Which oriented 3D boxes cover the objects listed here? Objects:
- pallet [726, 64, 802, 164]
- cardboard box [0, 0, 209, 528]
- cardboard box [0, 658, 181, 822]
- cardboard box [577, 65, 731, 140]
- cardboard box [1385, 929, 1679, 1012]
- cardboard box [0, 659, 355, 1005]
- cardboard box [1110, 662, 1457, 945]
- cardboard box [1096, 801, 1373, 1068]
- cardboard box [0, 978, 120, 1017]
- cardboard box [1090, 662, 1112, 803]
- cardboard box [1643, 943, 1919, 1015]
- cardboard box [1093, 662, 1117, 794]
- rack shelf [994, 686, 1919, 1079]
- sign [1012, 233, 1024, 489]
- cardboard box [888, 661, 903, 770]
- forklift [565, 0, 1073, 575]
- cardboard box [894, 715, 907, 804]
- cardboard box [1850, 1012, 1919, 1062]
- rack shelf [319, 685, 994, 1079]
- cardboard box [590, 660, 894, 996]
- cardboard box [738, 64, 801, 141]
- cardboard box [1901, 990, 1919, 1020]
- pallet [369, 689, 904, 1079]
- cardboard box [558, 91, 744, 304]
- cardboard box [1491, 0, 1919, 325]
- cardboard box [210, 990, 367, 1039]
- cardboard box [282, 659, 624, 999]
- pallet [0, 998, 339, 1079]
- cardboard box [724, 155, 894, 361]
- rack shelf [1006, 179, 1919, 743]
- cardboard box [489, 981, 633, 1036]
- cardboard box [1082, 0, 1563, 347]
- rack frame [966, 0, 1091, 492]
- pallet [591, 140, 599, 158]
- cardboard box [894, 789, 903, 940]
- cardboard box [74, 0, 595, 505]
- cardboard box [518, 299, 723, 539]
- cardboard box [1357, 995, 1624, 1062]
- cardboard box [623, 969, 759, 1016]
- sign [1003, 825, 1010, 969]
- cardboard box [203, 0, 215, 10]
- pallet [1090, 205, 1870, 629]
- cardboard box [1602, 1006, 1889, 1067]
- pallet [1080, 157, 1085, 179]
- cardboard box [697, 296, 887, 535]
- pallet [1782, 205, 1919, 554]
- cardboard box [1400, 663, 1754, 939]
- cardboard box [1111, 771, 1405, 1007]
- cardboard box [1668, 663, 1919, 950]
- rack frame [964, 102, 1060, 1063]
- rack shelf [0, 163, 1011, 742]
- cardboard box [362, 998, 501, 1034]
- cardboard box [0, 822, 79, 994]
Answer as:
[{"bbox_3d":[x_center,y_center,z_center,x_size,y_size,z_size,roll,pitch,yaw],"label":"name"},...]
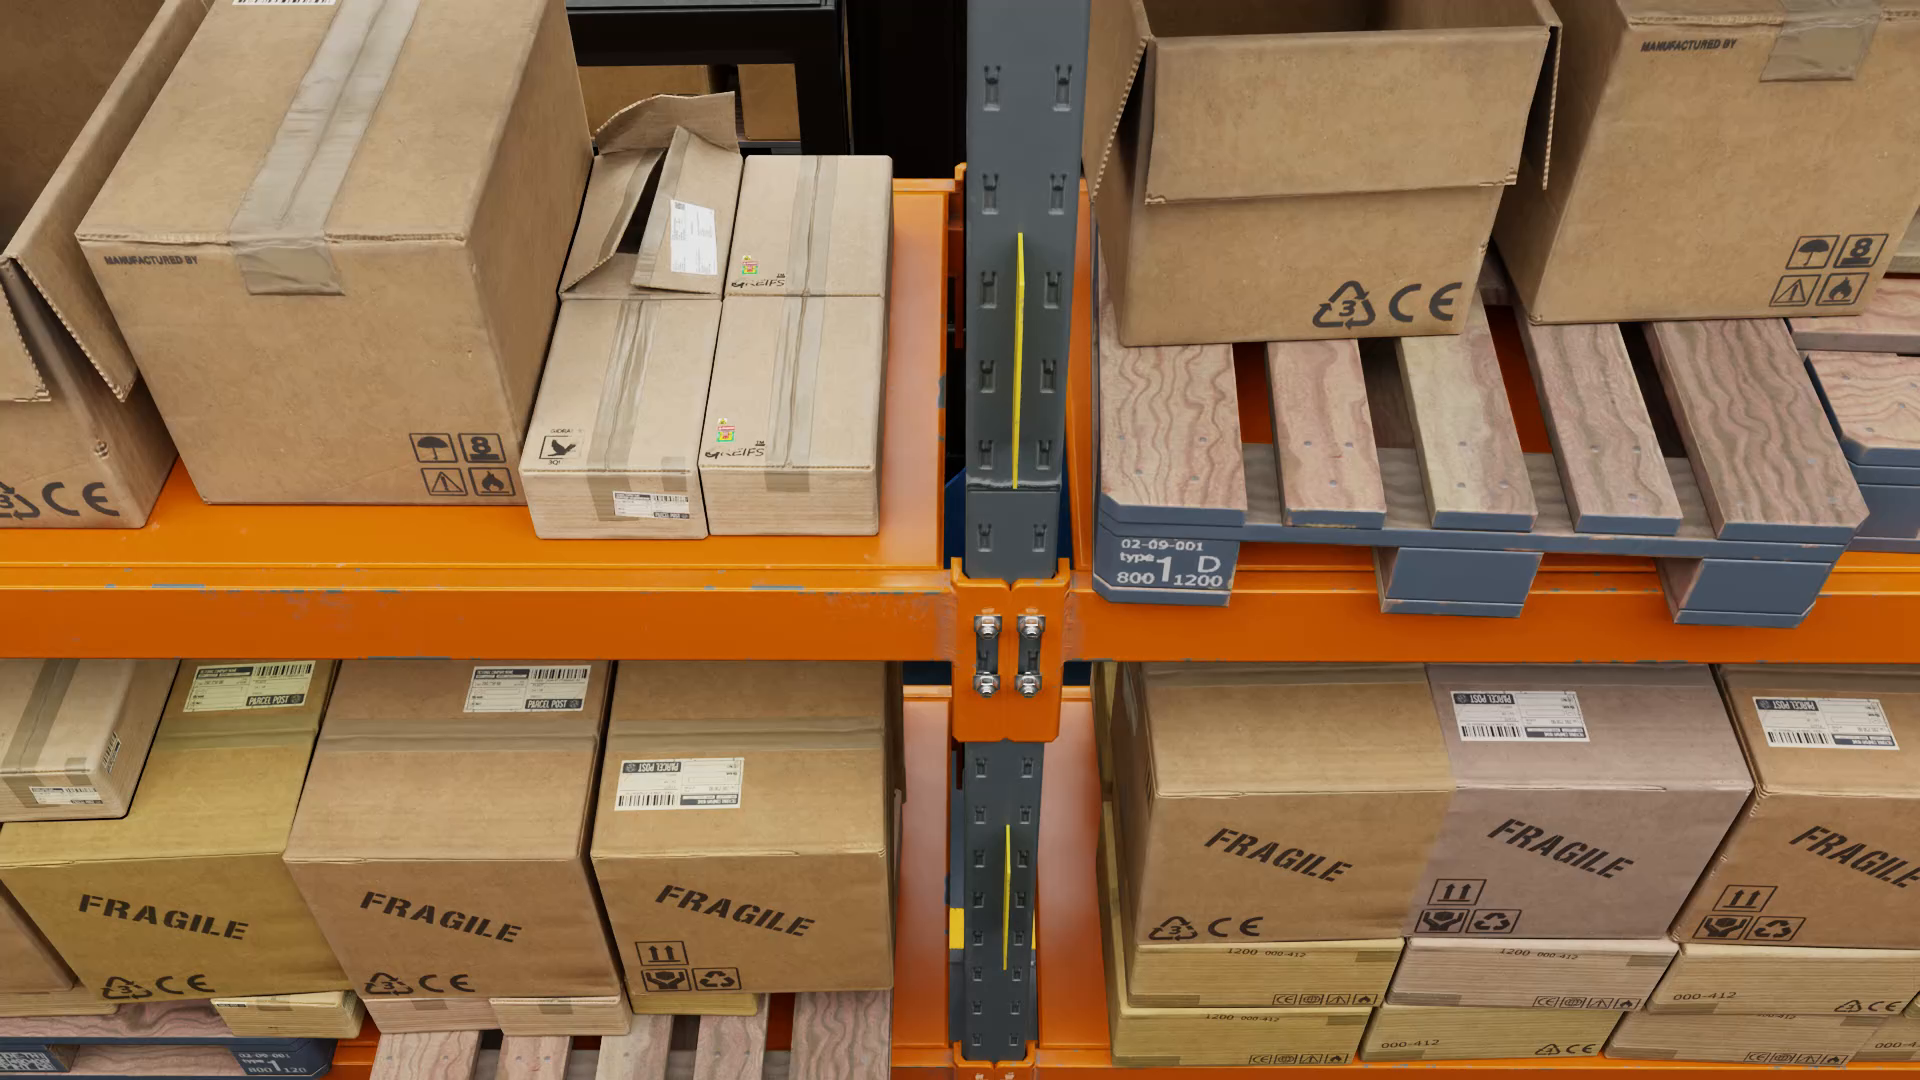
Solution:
[{"bbox_3d":[-0.798,-2.139,8.097,1.213,0.211,1.003,0,47,0],"label":"pallet"},{"bbox_3d":[-1.452,-0.449,2.499,0.637,0.503,0.797,0,47,0],"label":"cardboard box"},{"bbox_3d":[-1.564,0.294,2.925,0.250,0.149,0.380,-2,47,-2],"label":"cardboard box"},{"bbox_3d":[-1.492,-2.476,7.755,0.750,0.750,1.050,1,47,1],"label":"cardboard box"},{"bbox_3d":[1.096,0.657,3.350,0.500,0.250,0.500,1,47,1],"label":"cardboard box"},{"bbox_3d":[-1.404,0.522,3.157,0.500,0.500,0.500,-3,47,-3],"label":"cardboard box"},{"bbox_3d":[0.565,0.397,3.080,0.500,0.500,0.500,-1,47,-1],"label":"cardboard box"},{"bbox_3d":[0.561,0.828,3.532,0.500,0.250,0.500,-1,47,-1],"label":"cardboard box"},{"bbox_3d":[-1.805,0.759,3.379,0.250,0.149,0.380,-1,47,-1],"label":"cardboard box"},{"bbox_3d":[0.580,0.454,3.881,0.500,0.250,0.500,-1,47,-1],"label":"cardboard box"},{"bbox_3d":[1.594,0.667,3.341,0.500,0.250,0.500,0,47,0],"label":"cardboard box"},{"bbox_3d":[0.558,0.288,3.694,0.500,0.250,0.500,0,47,0],"label":"cardboard box"},{"bbox_3d":[2.073,0.842,3.908,4.000,0.370,1.077,0,47,0],"label":"rack shelf"},{"bbox_3d":[0.069,-0.209,1.993,0.005,0.325,0.100,0,47,0],"label":"sign"},{"bbox_3d":[-0.376,0.143,3.510,0.500,0.500,0.500,-1,47,-1],"label":"cardboard box"},{"bbox_3d":[-0.630,-0.986,5.166,3.031,2.935,1.130,-1,47,-1],"label":"forklift"},{"bbox_3d":[-0.251,0.397,3.716,0.250,0.149,0.380,-2,47,-2],"label":"cardboard box"},{"bbox_3d":[2.093,0.821,3.539,0.500,0.250,0.500,0,47,0],"label":"cardboard box"},{"bbox_3d":[-1.927,0.831,3.918,4.000,0.370,1.077,0,47,0],"label":"rack shelf"},{"bbox_3d":[-0.383,0.515,3.163,0.500,0.500,0.500,-1,47,-1],"label":"cardboard box"},{"bbox_3d":[-0.618,-2.476,7.755,0.750,0.750,1.050,0,47,0],"label":"cardboard box"},{"bbox_3d":[2.101,0.678,3.330,0.500,0.250,0.500,1,47,1],"label":"cardboard box"},{"bbox_3d":[-0.640,0.733,3.649,1.003,0.211,1.213,0,47,0],"label":"pallet"},{"bbox_3d":[-0.497,-0.511,2.719,0.258,0.266,0.396,0,47,0],"label":"cardboard box"},{"bbox_3d":[1.064,-0.744,2.489,0.500,0.500,0.700,-2,47,-2],"label":"cardboard box"},{"bbox_3d":[-1.303,0.793,3.348,0.250,0.149,0.380,1,47,1],"label":"cardboard box"},{"bbox_3d":[-0.900,0.522,3.156,0.500,0.500,0.500,-1,47,0],"label":"cardboard box"},{"bbox_3d":[-1.907,0.682,3.697,1.213,0.211,1.003,0,47,0],"label":"pallet"},{"bbox_3d":[-0.241,-0.470,2.761,0.250,0.149,0.380,0,47,0],"label":"cardboard box"},{"bbox_3d":[2.073,-0.180,2.810,4.000,0.370,1.077,0,47,0],"label":"rack shelf"},{"bbox_3d":[-0.776,0.790,3.350,0.250,0.149,0.380,0,47,0],"label":"cardboard box"},{"bbox_3d":[0.451,-0.718,2.462,0.637,0.503,0.797,-2,47,-2],"label":"cardboard box"},{"bbox_3d":[0.073,-1.452,1.454,0.127,3.000,1.000,0,47,0],"label":"rack frame"},{"bbox_3d":[-2.015,-2.145,8.102,1.213,0.211,1.003,0,47,0],"label":"pallet"},{"bbox_3d":[-0.256,0.706,3.429,0.250,0.149,0.380,2,47,2],"label":"cardboard box"},{"bbox_3d":[-0.875,-0.474,2.525,0.500,0.500,0.700,0,47,0],"label":"cardboard box"},{"bbox_3d":[-0.491,-0.187,2.497,0.250,0.149,0.380,0,47,0],"label":"cardboard box"},{"bbox_3d":[1.075,0.817,3.543,0.500,0.250,0.500,-1,47,-1],"label":"cardboard box"},{"bbox_3d":[-0.524,0.758,3.380,0.250,0.149,0.380,1,47,1],"label":"cardboard box"},{"bbox_3d":[0.080,0.621,2.885,0.005,0.325,0.100,0,47,0],"label":"sign"},{"bbox_3d":[-3.389,-2.484,7.762,0.750,0.750,1.050,0,47,0],"label":"cardboard box"},{"bbox_3d":[0.717,-0.403,2.656,1.003,0.211,1.213,2,47,2],"label":"pallet"},{"bbox_3d":[1.600,0.822,3.538,0.500,0.250,0.500,2,47,1],"label":"cardboard box"},{"bbox_3d":[0.772,-2.079,8.041,1.213,0.211,1.003,0,47,0],"label":"pallet"},{"bbox_3d":[-0.243,-0.192,2.502,0.250,0.149,0.380,0,47,0],"label":"cardboard box"},{"bbox_3d":[1.835,-0.402,2.655,1.213,0.211,1.003,2,47,2],"label":"pallet"},{"bbox_3d":[1.061,0.392,3.085,0.500,0.500,0.500,0,47,0],"label":"cardboard box"},{"bbox_3d":[0.579,0.655,3.352,0.500,0.250,0.500,0,47,0],"label":"cardboard box"},{"bbox_3d":[1.579,0.404,3.073,0.500,0.500,0.500,1,47,1],"label":"cardboard box"},{"bbox_3d":[0.073,0.592,3.650,0.127,3.000,1.000,0,47,0],"label":"rack frame"},{"bbox_3d":[-1.927,-0.191,2.820,4.000,0.370,1.077,0,47,0],"label":"rack shelf"},{"bbox_3d":[-1.028,0.783,3.356,0.250,0.149,0.380,-2,47,-2],"label":"cardboard box"},{"bbox_3d":[-1.950,0.519,3.159,0.500,0.500,0.500,-2,47,-1],"label":"cardboard box"}]
